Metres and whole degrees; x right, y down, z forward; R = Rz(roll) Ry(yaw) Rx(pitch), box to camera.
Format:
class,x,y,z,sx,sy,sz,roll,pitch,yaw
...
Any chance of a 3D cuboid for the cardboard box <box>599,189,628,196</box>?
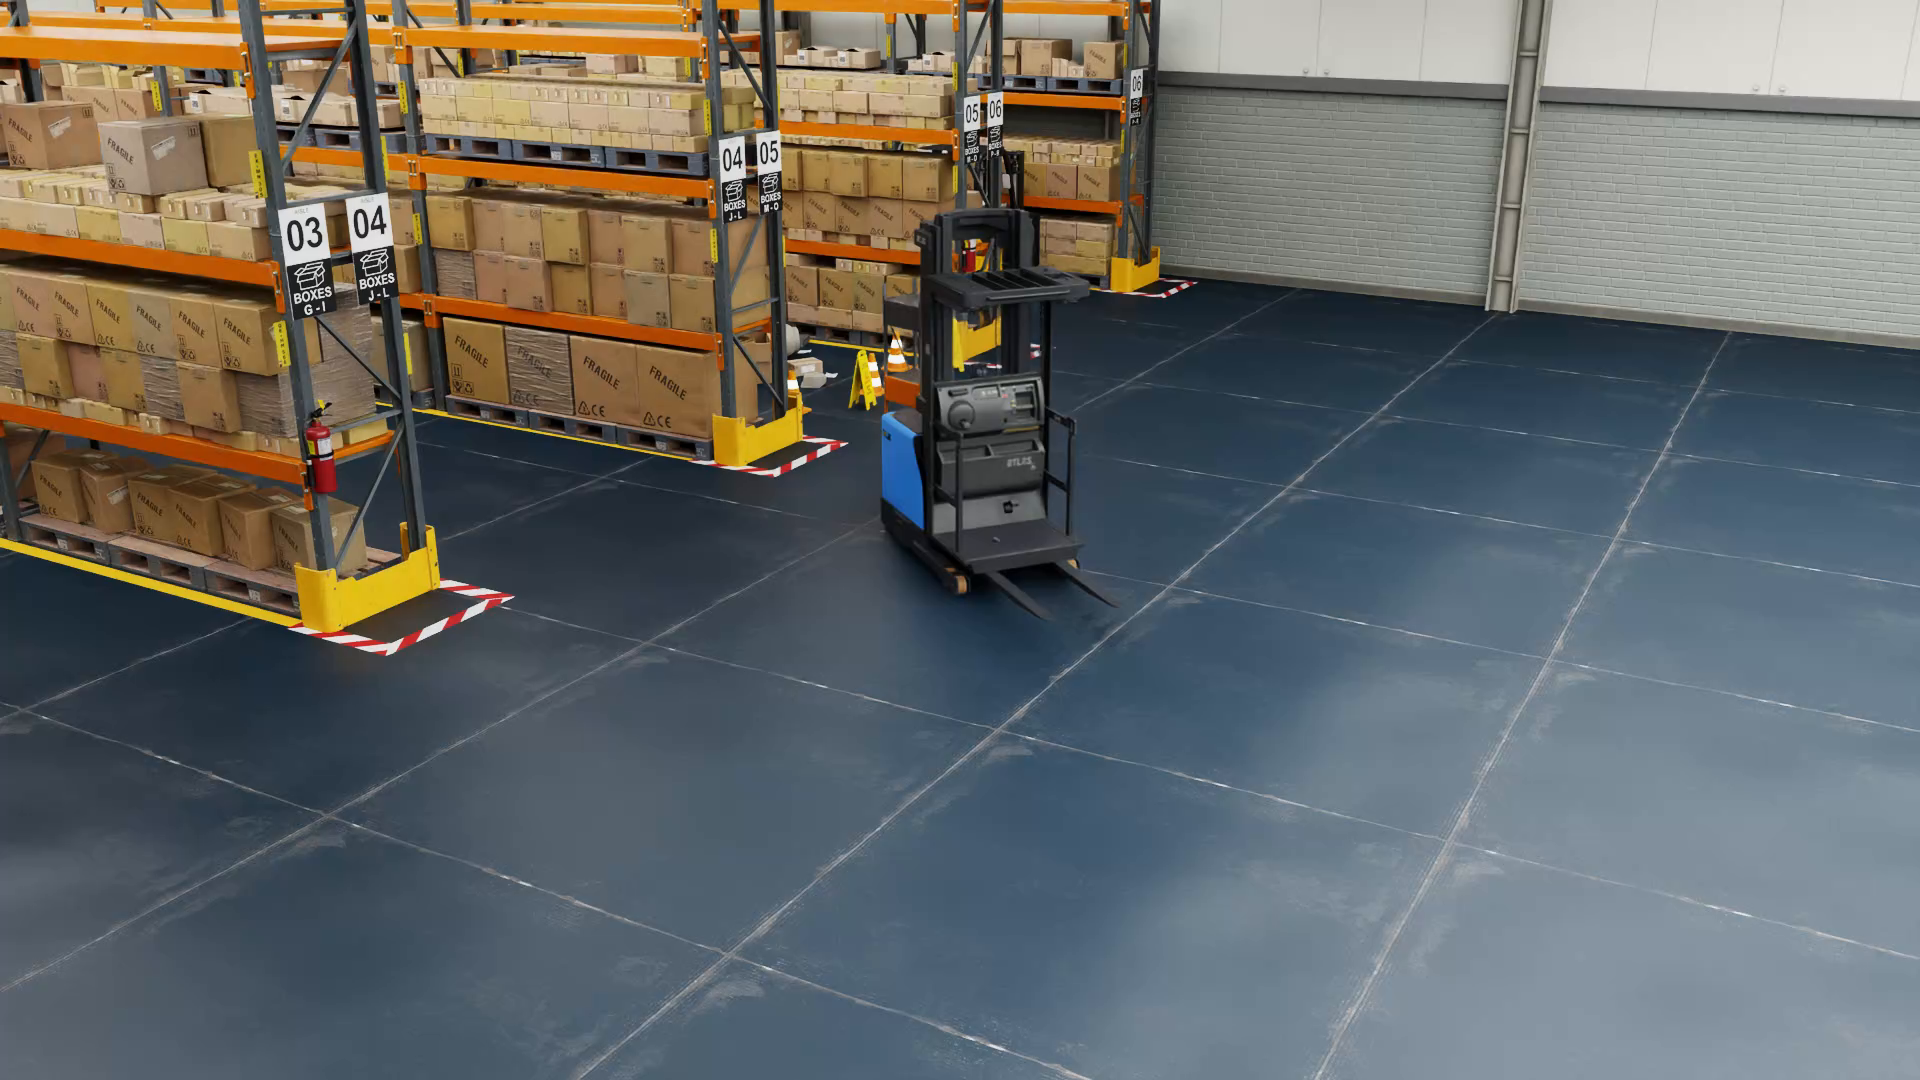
class,x,y,z,sx,sy,sz,roll,pitch,yaw
cardboard box,-4.657,-5.059,23.012,0.500,0.500,0.500,12,23,29

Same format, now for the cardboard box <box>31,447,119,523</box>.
class,x,y,z,sx,sy,sz,roll,pitch,yaw
cardboard box,-7.764,-0.490,14.666,0.500,0.500,0.500,10,22,26

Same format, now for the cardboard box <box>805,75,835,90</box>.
class,x,y,z,sx,sy,sz,roll,pitch,yaw
cardboard box,-1.747,-5.780,20.999,0.250,0.149,0.380,11,23,28

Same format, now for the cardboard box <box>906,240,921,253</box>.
class,x,y,z,sx,sy,sz,roll,pitch,yaw
cardboard box,-0.474,-3.721,20.890,0.250,0.149,0.380,10,22,27

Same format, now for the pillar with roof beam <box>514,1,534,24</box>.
class,x,y,z,sx,sy,sz,roll,pitch,yaw
pillar with roof beam,-10.095,-9.228,26.906,0.400,9.000,9.100,11,23,27

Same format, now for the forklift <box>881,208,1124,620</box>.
class,x,y,z,sx,sy,sz,roll,pitch,yaw
forklift,0.340,-1.095,13.382,1.130,2.935,3.031,-8,22,-22

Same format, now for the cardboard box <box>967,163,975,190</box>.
class,x,y,z,sx,sy,sz,roll,pitch,yaw
cardboard box,0.323,-5.705,25.845,0.500,0.500,0.500,11,22,27

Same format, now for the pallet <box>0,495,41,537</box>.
class,x,y,z,sx,sy,sz,roll,pitch,yaw
pallet,-8.774,-0.365,15.359,1.213,0.211,1.003,11,23,27

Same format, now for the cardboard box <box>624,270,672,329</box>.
class,x,y,z,sx,sy,sz,roll,pitch,yaw
cardboard box,-2.931,-2.545,17.059,0.550,0.550,0.875,11,23,27

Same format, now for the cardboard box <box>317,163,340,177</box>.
class,x,y,z,sx,sy,sz,roll,pitch,yaw
cardboard box,-9.529,-5.756,25.619,0.500,0.250,0.500,11,23,28

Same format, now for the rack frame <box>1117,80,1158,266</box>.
class,x,y,z,sx,sy,sz,roll,pitch,yaw
rack frame,2.649,-5.310,24.902,0.127,3.000,1.000,11,23,27

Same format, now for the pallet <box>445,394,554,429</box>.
class,x,y,z,sx,sy,sz,roll,pitch,yaw
pallet,-4.961,-1.546,18.614,1.213,0.211,1.003,11,23,27

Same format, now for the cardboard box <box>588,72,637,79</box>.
class,x,y,z,sx,sy,sz,roll,pitch,yaw
cardboard box,-4.725,-6.259,22.723,0.500,0.250,0.500,11,23,28

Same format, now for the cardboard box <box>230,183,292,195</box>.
class,x,y,z,sx,sy,sz,roll,pitch,yaw
cardboard box,-5.392,-2.667,12.852,0.250,0.149,0.380,12,23,29

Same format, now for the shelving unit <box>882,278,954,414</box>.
class,x,y,z,sx,sy,sz,roll,pitch,yaw
shelving unit,-0.373,-1.281,15.114,0.431,2.100,0.503,-18,27,-41

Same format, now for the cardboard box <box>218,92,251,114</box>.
class,x,y,z,sx,sy,sz,roll,pitch,yaw
cardboard box,-8.116,-4.986,19.069,0.500,0.250,0.500,11,23,29

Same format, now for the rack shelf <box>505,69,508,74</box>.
class,x,y,z,sx,sy,sz,roll,pitch,yaw
rack shelf,-6.081,-8.045,29.098,4.000,0.370,1.077,11,23,27

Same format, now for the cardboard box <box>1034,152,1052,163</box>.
class,x,y,z,sx,sy,sz,roll,pitch,yaw
cardboard box,1.309,-5.806,25.172,0.250,0.149,0.380,10,22,26

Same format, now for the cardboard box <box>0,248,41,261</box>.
class,x,y,z,sx,sy,sz,roll,pitch,yaw
cardboard box,-8.719,-2.200,14.833,1.000,1.000,1.000,11,23,28

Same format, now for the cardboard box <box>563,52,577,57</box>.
class,x,y,z,sx,sy,sz,roll,pitch,yaw
cardboard box,-6.650,-8.460,28.793,0.250,0.149,0.380,11,23,29

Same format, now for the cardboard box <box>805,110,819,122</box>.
class,x,y,z,sx,sy,sz,roll,pitch,yaw
cardboard box,-1.760,-5.407,21.139,0.250,0.149,0.380,11,23,28

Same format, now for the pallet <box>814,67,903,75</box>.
class,x,y,z,sx,sy,sz,roll,pitch,yaw
pallet,-1.619,-7.438,26.651,1.217,0.209,0.805,10,22,25

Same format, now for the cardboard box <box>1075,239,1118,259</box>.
class,x,y,z,sx,sy,sz,roll,pitch,yaw
cardboard box,2.072,-4.438,25.181,0.500,0.250,0.500,10,22,27

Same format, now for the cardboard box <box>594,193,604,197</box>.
class,x,y,z,sx,sy,sz,roll,pitch,yaw
cardboard box,-4.908,-4.828,23.326,0.250,0.149,0.380,10,22,25

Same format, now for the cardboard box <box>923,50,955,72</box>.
class,x,y,z,sx,sy,sz,roll,pitch,yaw
cardboard box,-0.235,-7.377,25.569,0.500,0.311,0.500,11,23,28

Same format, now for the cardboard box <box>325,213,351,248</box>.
class,x,y,z,sx,sy,sz,roll,pitch,yaw
cardboard box,-4.896,-2.378,12.641,0.500,0.250,0.500,12,23,29

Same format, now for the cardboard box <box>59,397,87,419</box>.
class,x,y,z,sx,sy,sz,roll,pitch,yaw
cardboard box,-7.188,-1.132,13.752,0.250,0.149,0.380,11,23,27

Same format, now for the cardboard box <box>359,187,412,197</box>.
class,x,y,z,sx,sy,sz,roll,pitch,yaw
cardboard box,-6.473,-3.689,18.821,0.500,0.500,0.700,10,22,26

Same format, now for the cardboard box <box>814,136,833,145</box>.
class,x,y,z,sx,sy,sz,roll,pitch,yaw
cardboard box,-2.164,-6.478,27.025,0.250,0.149,0.380,10,22,26

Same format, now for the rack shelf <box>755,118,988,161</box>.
class,x,y,z,sx,sy,sz,roll,pitch,yaw
rack shelf,-1.514,-5.236,21.355,4.000,0.370,1.077,11,23,27

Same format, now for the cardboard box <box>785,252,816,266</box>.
class,x,y,z,sx,sy,sz,roll,pitch,yaw
cardboard box,-2.111,-3.713,21.865,0.250,0.149,0.380,12,23,30

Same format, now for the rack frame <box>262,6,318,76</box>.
class,x,y,z,sx,sy,sz,roll,pitch,yaw
rack frame,-10.245,-8.647,25.305,0.127,3.000,1.000,11,23,27

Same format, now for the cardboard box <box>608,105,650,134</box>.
class,x,y,z,sx,sy,sz,roll,pitch,yaw
cardboard box,-3.094,-4.147,16.318,0.500,0.250,0.500,11,23,27

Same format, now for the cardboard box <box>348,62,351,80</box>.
class,x,y,z,sx,sy,sz,roll,pitch,yaw
cardboard box,-8.820,-6.963,24.643,0.258,0.266,0.396,13,24,32

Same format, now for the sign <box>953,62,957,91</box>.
class,x,y,z,sx,sy,sz,roll,pitch,yaw
sign,-0.056,-5.496,19.718,0.005,0.325,0.100,11,23,27

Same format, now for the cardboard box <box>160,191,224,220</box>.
class,x,y,z,sx,sy,sz,roll,pitch,yaw
cardboard box,-5.689,-2.487,12.357,0.250,0.149,0.380,11,23,28

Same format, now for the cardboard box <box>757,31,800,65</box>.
class,x,y,z,sx,sy,sz,roll,pitch,yaw
cardboard box,-2.933,-7.979,26.954,0.500,0.500,0.500,11,23,29

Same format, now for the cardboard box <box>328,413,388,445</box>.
class,x,y,z,sx,sy,sz,roll,pitch,yaw
cardboard box,-4.734,-0.882,13.063,0.250,0.149,0.380,11,23,27

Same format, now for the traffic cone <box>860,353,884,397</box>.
class,x,y,z,sx,sy,sz,roll,pitch,yaw
traffic cone,-1.017,-1.939,19.331,0.334,0.463,0.336,11,23,27

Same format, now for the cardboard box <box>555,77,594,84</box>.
class,x,y,z,sx,sy,sz,roll,pitch,yaw
cardboard box,-4.010,-4.742,17.373,0.250,0.149,0.380,10,22,27

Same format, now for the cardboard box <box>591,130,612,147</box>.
class,x,y,z,sx,sy,sz,roll,pitch,yaw
cardboard box,-3.439,-4.001,16.502,0.250,0.149,0.380,10,22,27

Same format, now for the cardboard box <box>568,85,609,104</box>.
class,x,y,z,sx,sy,sz,roll,pitch,yaw
cardboard box,-3.664,-4.419,16.484,0.250,0.149,0.380,10,22,27

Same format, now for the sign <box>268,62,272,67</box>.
class,x,y,z,sx,sy,sz,roll,pitch,yaw
sign,-10.514,-7.352,25.259,0.005,0.325,0.100,11,23,27

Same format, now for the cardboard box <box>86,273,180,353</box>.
class,x,y,z,sx,sy,sz,roll,pitch,yaw
cardboard box,-6.509,-1.807,13.196,0.500,0.500,0.500,11,23,27

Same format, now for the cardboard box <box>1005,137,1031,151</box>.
class,x,y,z,sx,sy,sz,roll,pitch,yaw
cardboard box,0.892,-6.052,25.413,0.250,0.149,0.380,11,23,28

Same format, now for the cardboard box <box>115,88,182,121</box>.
class,x,y,z,sx,sy,sz,roll,pitch,yaw
cardboard box,-9.701,-5.148,19.910,0.500,0.500,0.500,11,23,27

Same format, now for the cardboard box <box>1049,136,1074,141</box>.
class,x,y,z,sx,sy,sz,roll,pitch,yaw
cardboard box,1.560,-6.096,25.536,0.250,0.149,0.380,12,23,29

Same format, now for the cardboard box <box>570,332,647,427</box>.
class,x,y,z,sx,sy,sz,roll,pitch,yaw
cardboard box,-3.488,-1.779,17.667,0.875,0.875,0.875,10,22,26

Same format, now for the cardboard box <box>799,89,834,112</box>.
class,x,y,z,sx,sy,sz,roll,pitch,yaw
cardboard box,-1.682,-5.568,20.999,0.500,0.250,0.500,11,23,28

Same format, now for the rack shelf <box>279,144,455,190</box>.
class,x,y,z,sx,sy,sz,roll,pitch,yaw
rack shelf,-7.332,-4.411,19.080,4.000,0.370,1.077,11,23,27

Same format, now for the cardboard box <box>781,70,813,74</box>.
class,x,y,z,sx,sy,sz,roll,pitch,yaw
cardboard box,-2.139,-6.081,21.829,0.250,0.149,0.380,12,23,29

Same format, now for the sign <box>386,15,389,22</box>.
class,x,y,z,sx,sy,sz,roll,pitch,yaw
sign,-11.031,-9.959,32.021,0.005,0.325,0.100,11,23,27
